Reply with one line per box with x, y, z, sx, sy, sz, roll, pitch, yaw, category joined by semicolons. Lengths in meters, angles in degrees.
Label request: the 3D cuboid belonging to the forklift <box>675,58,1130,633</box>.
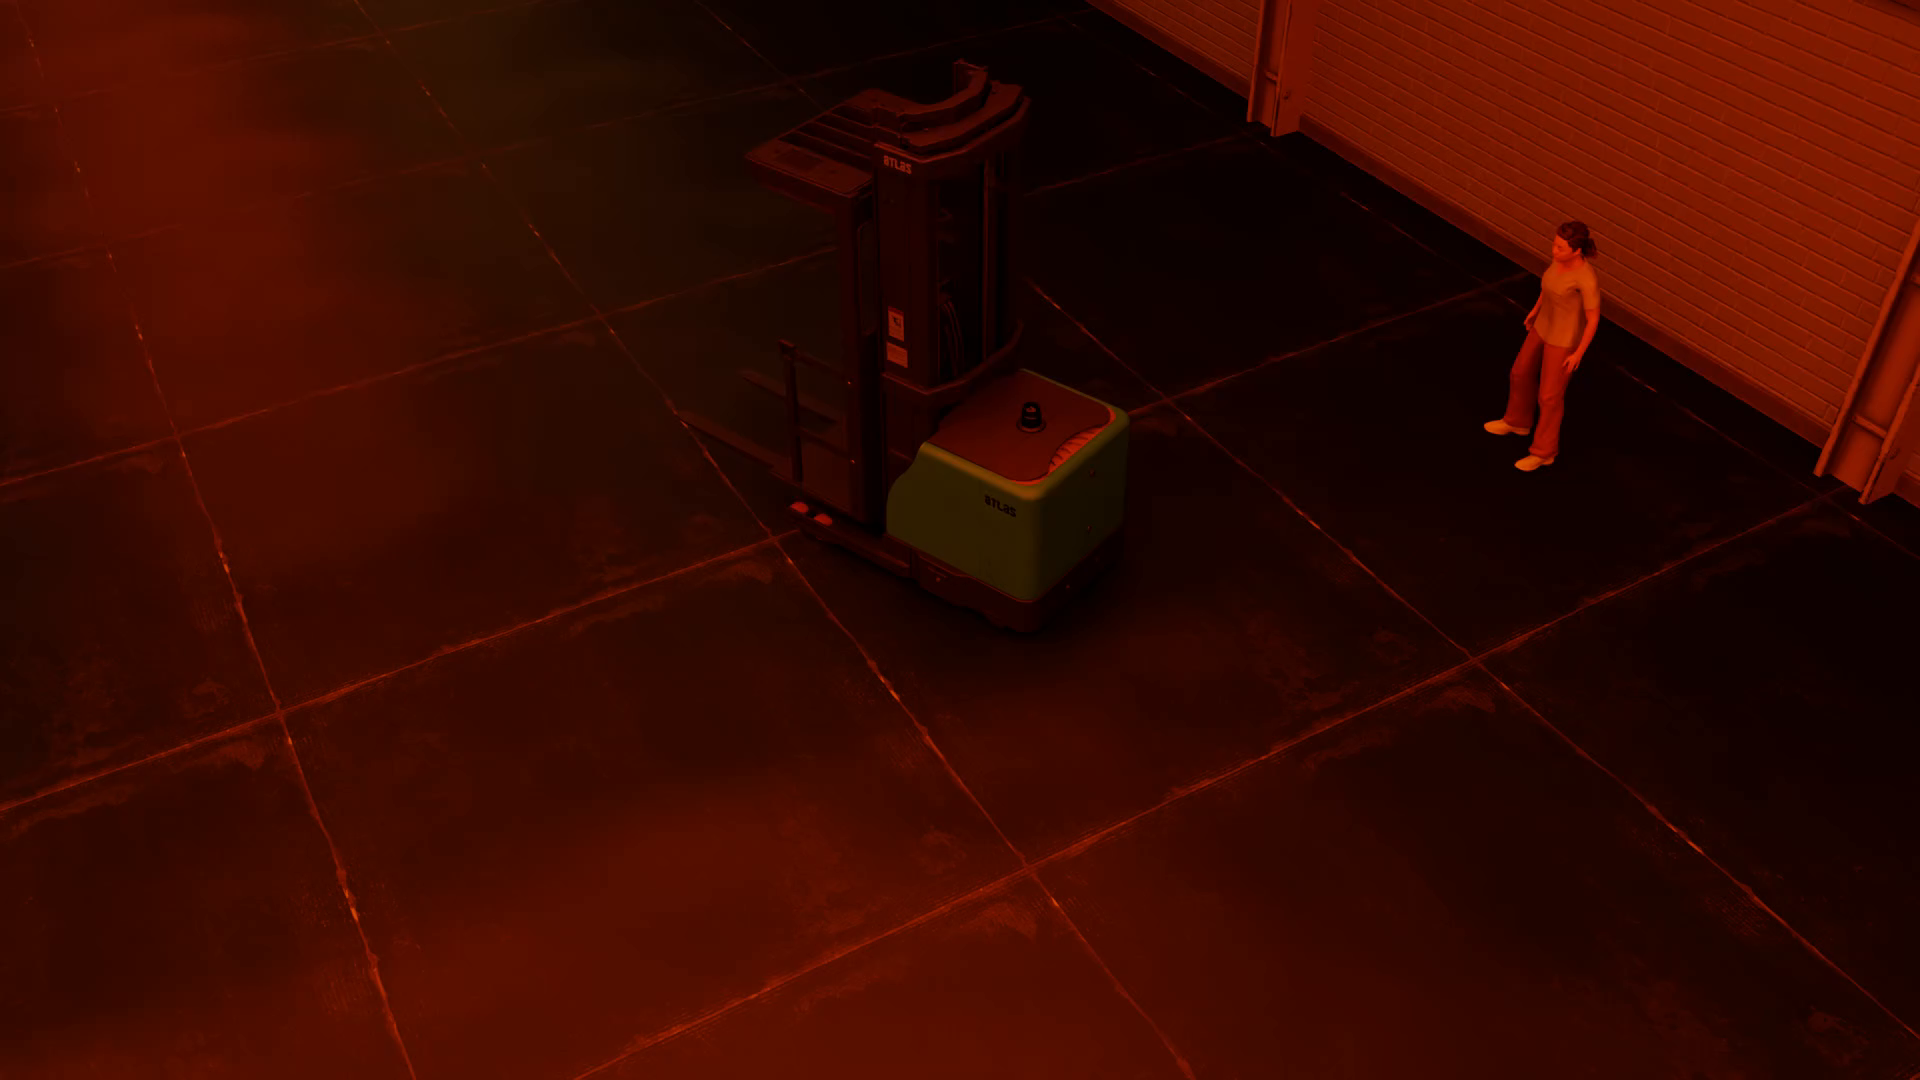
-0.481;-1.366;9.683;3.031;2.935;1.130;26;46;28;forklift

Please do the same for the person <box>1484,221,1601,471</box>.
3.751;-1.284;10.574;0.373;1.671;0.591;-9;40;-10;person
